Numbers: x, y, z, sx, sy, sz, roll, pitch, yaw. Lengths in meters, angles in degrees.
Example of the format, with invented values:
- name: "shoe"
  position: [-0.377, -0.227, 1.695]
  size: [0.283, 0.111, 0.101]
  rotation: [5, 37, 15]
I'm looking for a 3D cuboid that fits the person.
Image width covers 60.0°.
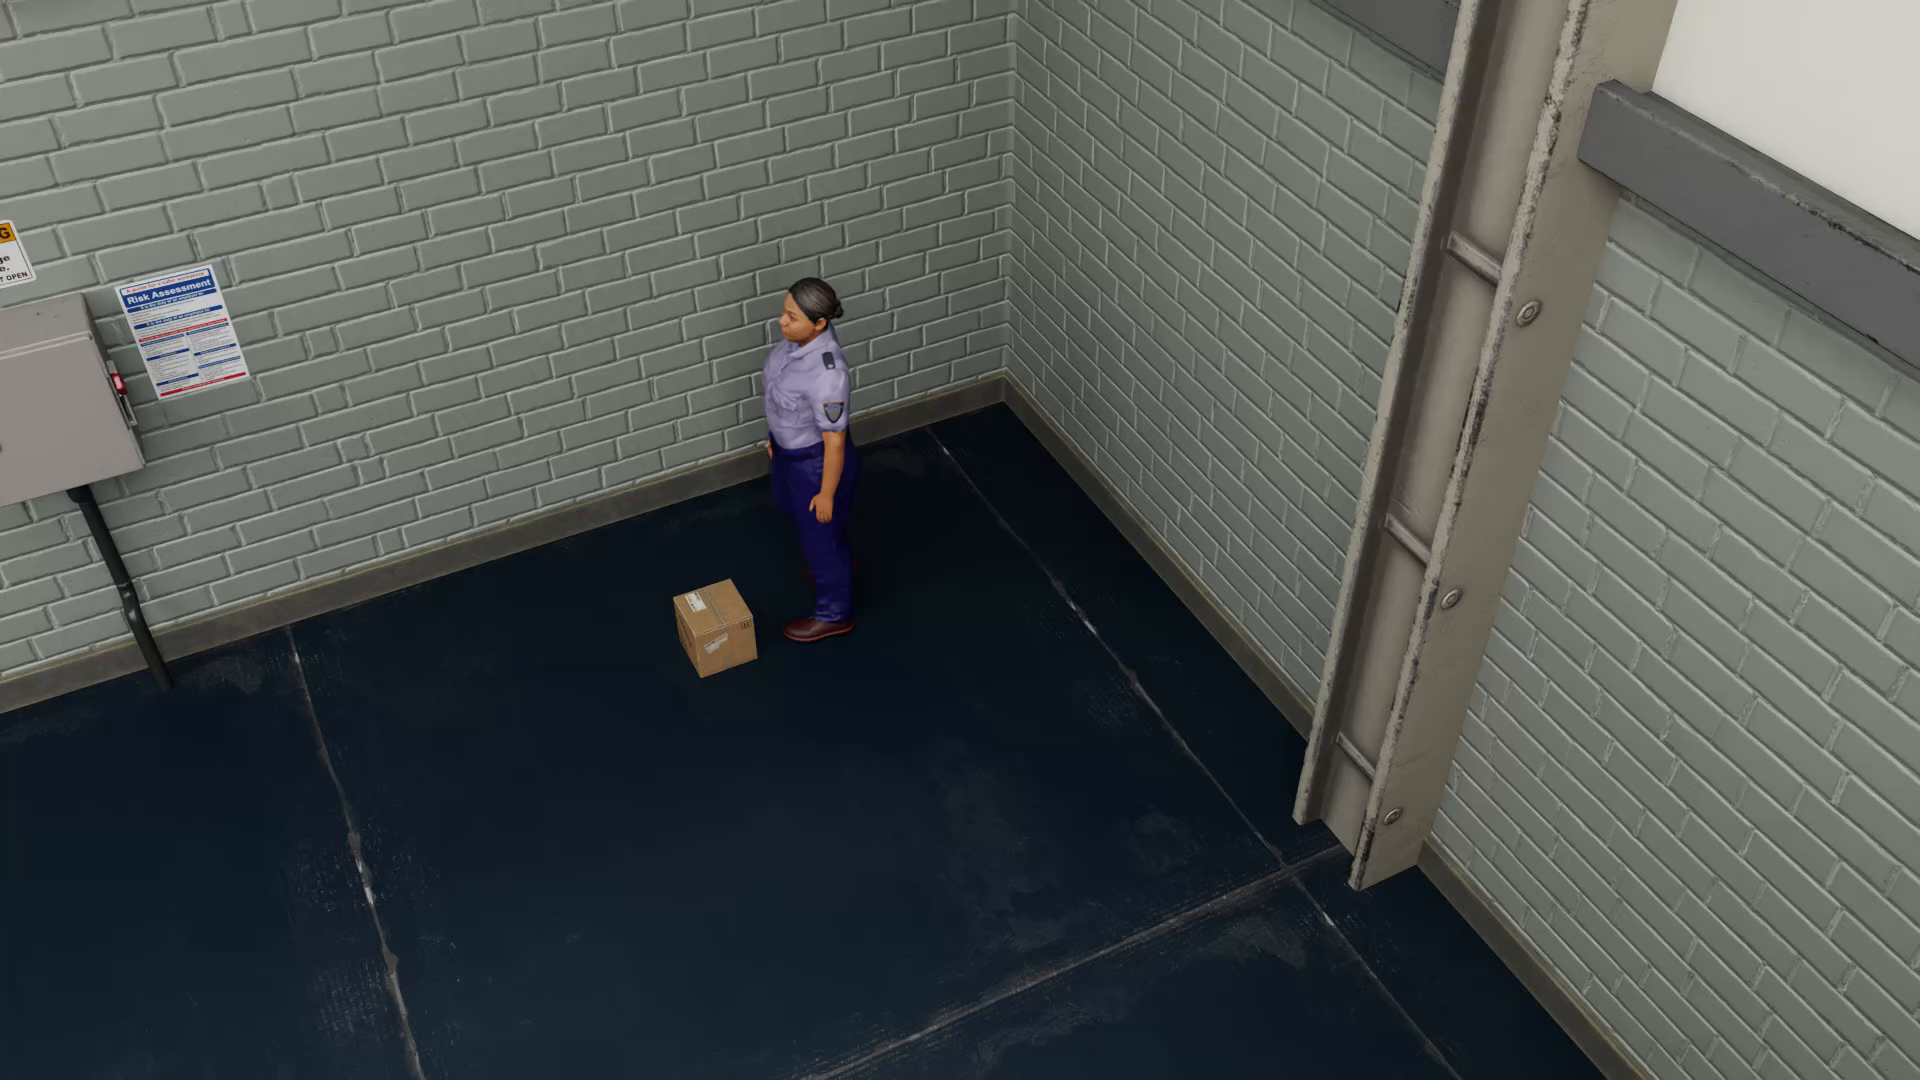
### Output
- name: "person"
  position: [-0.583, -0.312, 6.530]
  size: [0.385, 1.695, 0.559]
  rotation: [-10, 42, -11]
